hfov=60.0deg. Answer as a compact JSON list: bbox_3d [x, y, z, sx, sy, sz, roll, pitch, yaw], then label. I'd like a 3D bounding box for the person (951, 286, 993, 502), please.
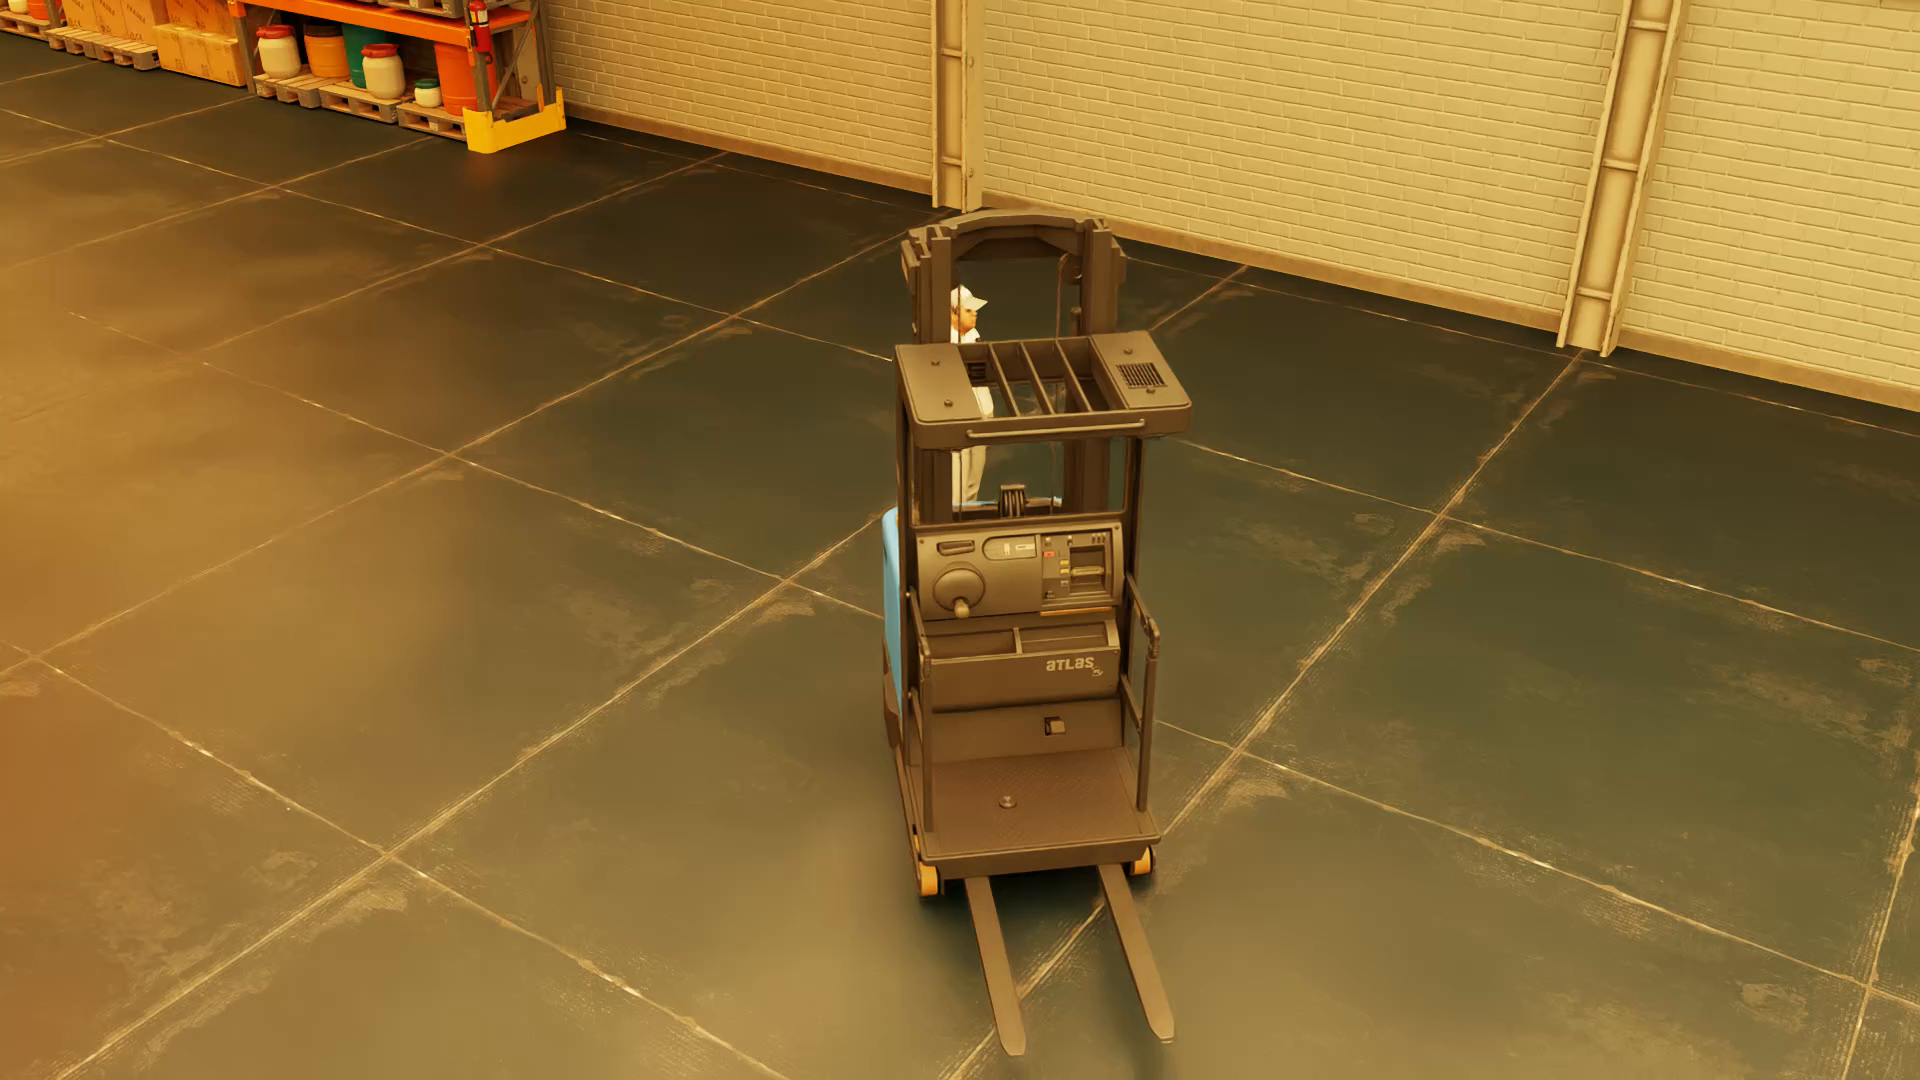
[{"bbox_3d":[0.051,-0.696,10.024,0.529,1.670,0.598,19,35,29],"label":"person"}]

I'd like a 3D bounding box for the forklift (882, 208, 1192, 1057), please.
[{"bbox_3d":[0.305,0.183,7.266,1.130,2.935,3.031,-4,30,-7],"label":"forklift"}]
